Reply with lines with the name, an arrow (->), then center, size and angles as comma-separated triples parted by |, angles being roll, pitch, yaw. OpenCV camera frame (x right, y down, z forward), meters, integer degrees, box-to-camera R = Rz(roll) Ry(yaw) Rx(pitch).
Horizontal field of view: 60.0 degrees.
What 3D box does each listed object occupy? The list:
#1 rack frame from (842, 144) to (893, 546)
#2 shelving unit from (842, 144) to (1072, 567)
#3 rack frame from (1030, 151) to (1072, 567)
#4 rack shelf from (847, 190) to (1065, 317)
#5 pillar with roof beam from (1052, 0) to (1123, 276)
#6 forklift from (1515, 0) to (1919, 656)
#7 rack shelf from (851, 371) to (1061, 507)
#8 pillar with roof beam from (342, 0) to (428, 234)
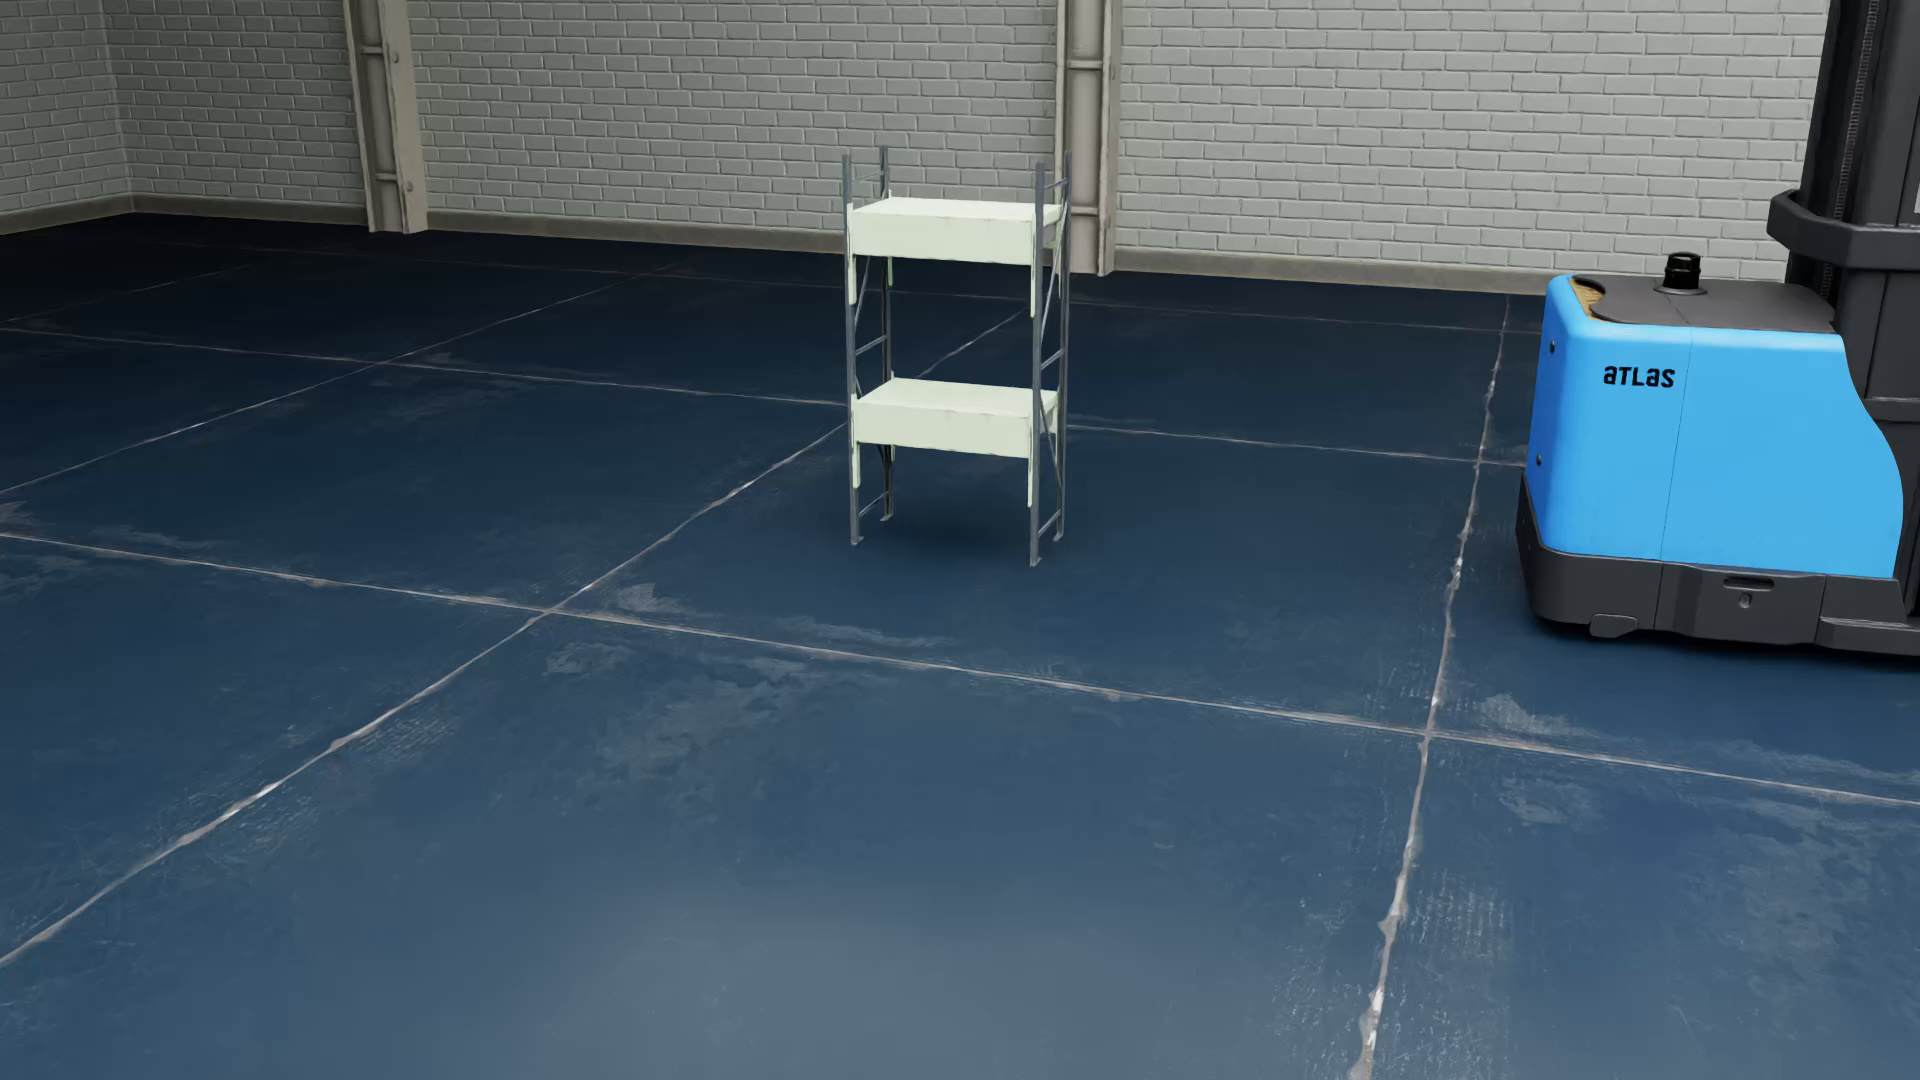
rack frame -> -0.352, -0.748, 6.445 | 0.023, 1.500, 0.400 | 7, 20, 18
shelving unit -> -0.006, -0.709, 6.331 | 0.755, 1.500, 0.431 | 7, 20, 18
rack frame -> 0.339, -0.669, 6.218 | 0.023, 1.500, 0.400 | 7, 20, 18
rack shelf -> -0.006, -1.077, 6.203 | 0.720, 0.370, 0.431 | 7, 20, 18
pillar with roof beam -> -0.502, -4.892, 6.940 | 0.400, 9.000, 9.100 | 7, 20, 18
forklift -> 3.522, -1.094, 5.262 | 3.031, 2.935, 1.130 | 5, 20, 13
rack shelf -> -0.006, -0.401, 6.439 | 0.720, 0.370, 0.431 | 7, 20, 18
pillar with roof beam -> -6.170, -5.540, 8.799 | 0.400, 9.000, 9.100 | 7, 20, 18
